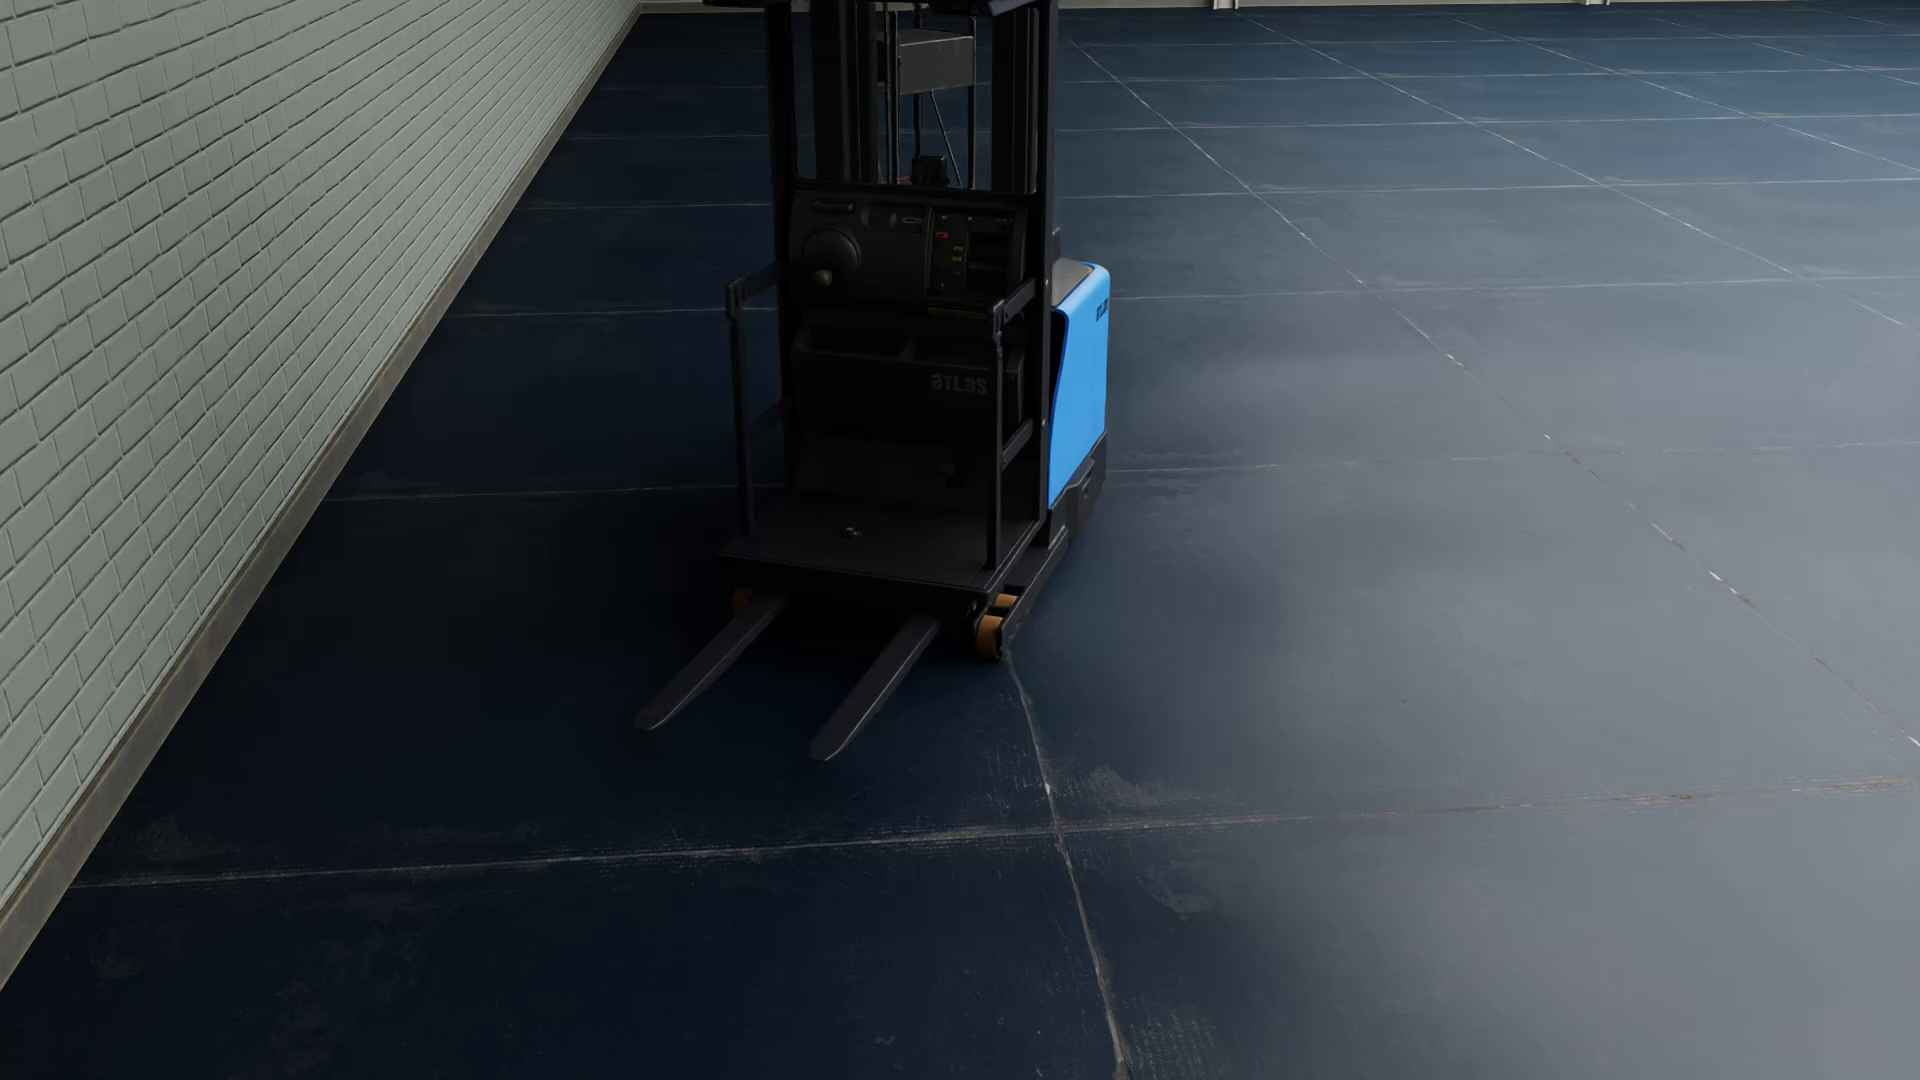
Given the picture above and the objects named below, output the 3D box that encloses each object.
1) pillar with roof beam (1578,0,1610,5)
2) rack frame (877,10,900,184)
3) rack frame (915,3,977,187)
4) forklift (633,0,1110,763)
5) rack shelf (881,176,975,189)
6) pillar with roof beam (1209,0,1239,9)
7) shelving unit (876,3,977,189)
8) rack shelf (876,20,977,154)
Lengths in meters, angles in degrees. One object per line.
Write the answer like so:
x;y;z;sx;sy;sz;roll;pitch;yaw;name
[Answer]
10.497;-10.907;20.709;0.400;9.000;9.100;-2;24;-5;pillar with roof beam
-0.421;-1.413;7.835;0.015;2.100;0.400;-21;32;-40;rack frame
-0.073;-1.548;8.148;0.015;2.100;0.400;-21;32;-40;rack frame
-0.265;-1.075;6.060;1.130;2.935;3.031;8;25;17;forklift
-0.247;-1.468;7.997;0.480;0.518;0.431;-21;32;-40;rack shelf
4.526;-10.667;20.170;0.400;9.000;9.100;-2;24;-5;pillar with roof beam
-0.247;-1.481;7.991;0.503;2.100;0.431;-21;32;-40;shelving unit
-0.243;-2.109;7.716;0.480;0.518;0.431;-21;32;-40;rack shelf
